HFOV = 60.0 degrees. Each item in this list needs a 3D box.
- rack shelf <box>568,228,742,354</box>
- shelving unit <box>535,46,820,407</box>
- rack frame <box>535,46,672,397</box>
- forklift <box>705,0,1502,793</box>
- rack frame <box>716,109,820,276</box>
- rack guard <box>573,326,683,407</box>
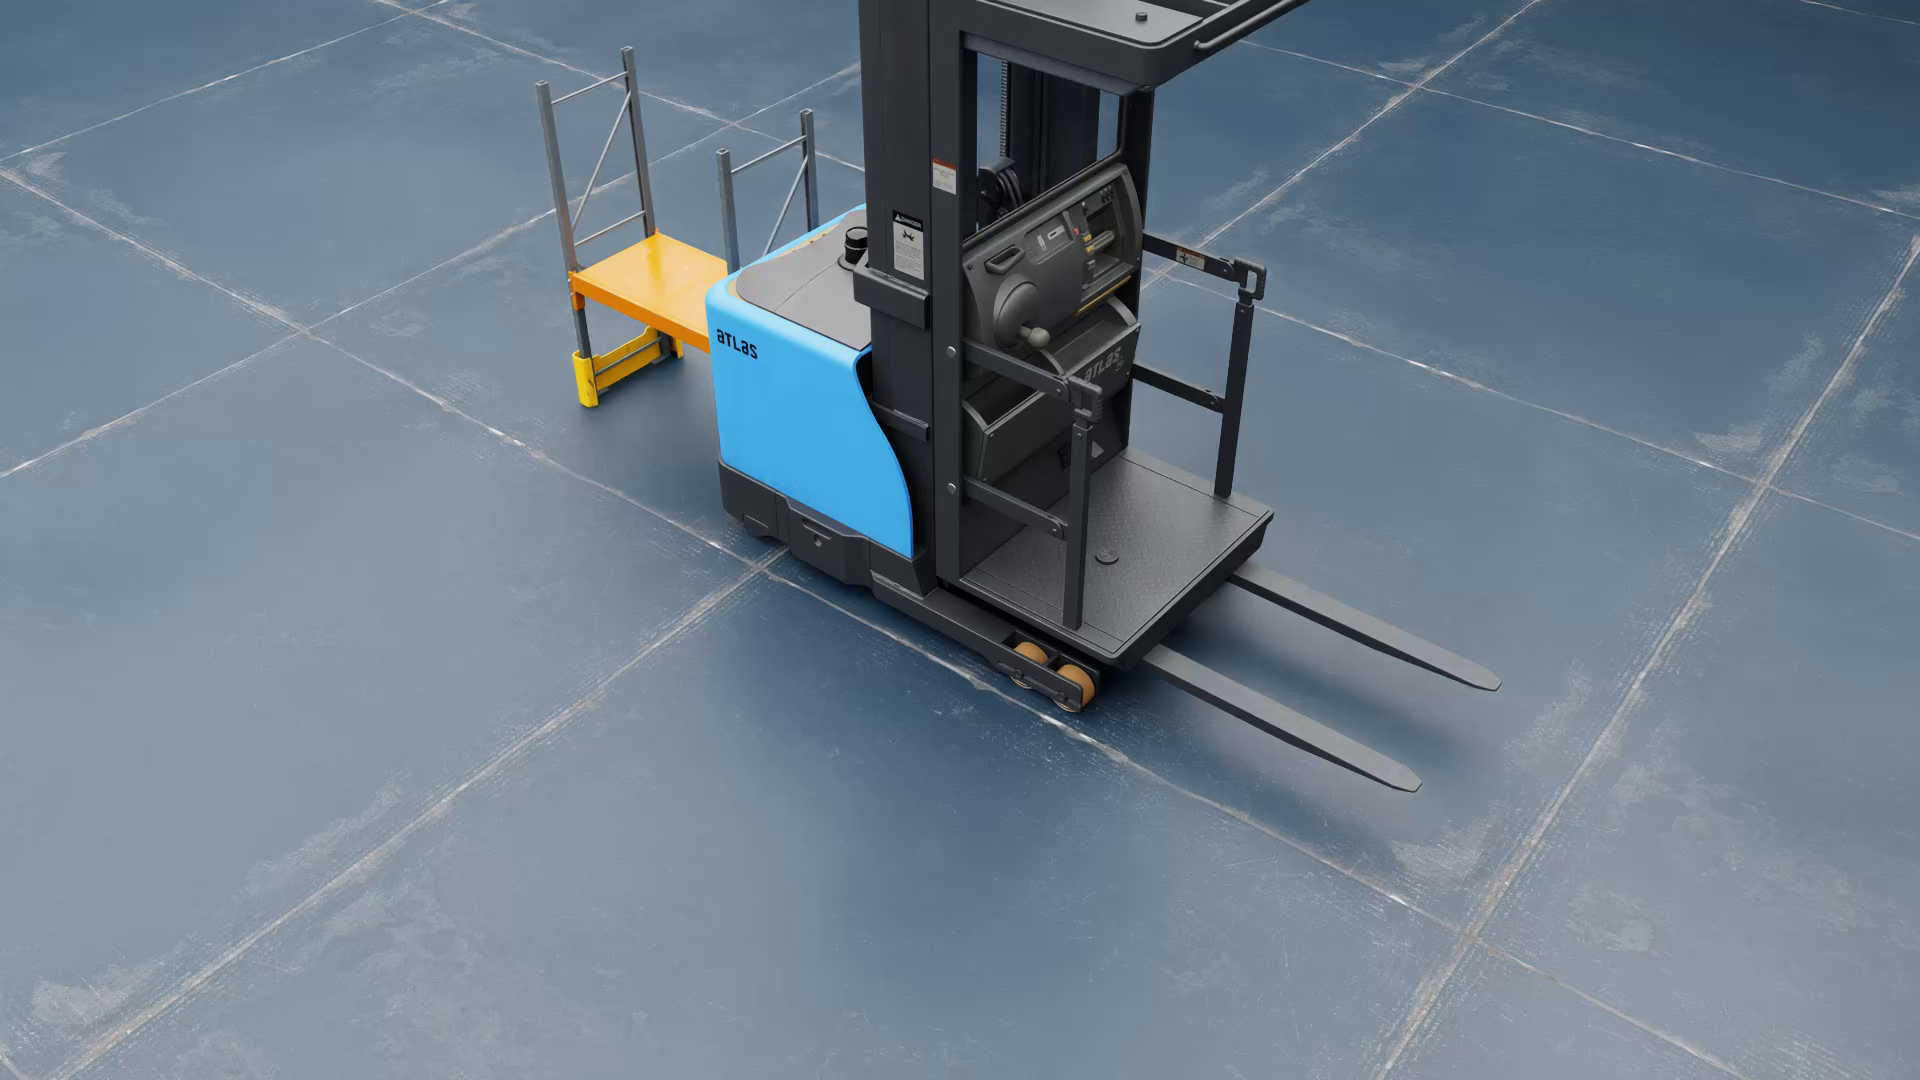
[{"bbox_3d":[-1.135,-1.013,7.118,1.000,0.185,0.538,26,45,29],"label":"rack shelf"},{"bbox_3d":[-1.128,-1.151,7.003,1.083,1.500,0.587,26,45,29],"label":"shelving unit"},{"bbox_3d":[-1.532,-1.350,7.257,0.032,1.500,0.500,26,45,29],"label":"rack frame"},{"bbox_3d":[0.492,-0.911,5.536,3.031,2.935,1.130,26,45,30],"label":"forklift"},{"bbox_3d":[-0.737,-0.959,6.758,0.032,1.500,0.500,26,45,29],"label":"rack frame"},{"bbox_3d":[-1.517,-0.850,7.633,0.087,0.250,0.587,26,45,29],"label":"rack guard"}]
